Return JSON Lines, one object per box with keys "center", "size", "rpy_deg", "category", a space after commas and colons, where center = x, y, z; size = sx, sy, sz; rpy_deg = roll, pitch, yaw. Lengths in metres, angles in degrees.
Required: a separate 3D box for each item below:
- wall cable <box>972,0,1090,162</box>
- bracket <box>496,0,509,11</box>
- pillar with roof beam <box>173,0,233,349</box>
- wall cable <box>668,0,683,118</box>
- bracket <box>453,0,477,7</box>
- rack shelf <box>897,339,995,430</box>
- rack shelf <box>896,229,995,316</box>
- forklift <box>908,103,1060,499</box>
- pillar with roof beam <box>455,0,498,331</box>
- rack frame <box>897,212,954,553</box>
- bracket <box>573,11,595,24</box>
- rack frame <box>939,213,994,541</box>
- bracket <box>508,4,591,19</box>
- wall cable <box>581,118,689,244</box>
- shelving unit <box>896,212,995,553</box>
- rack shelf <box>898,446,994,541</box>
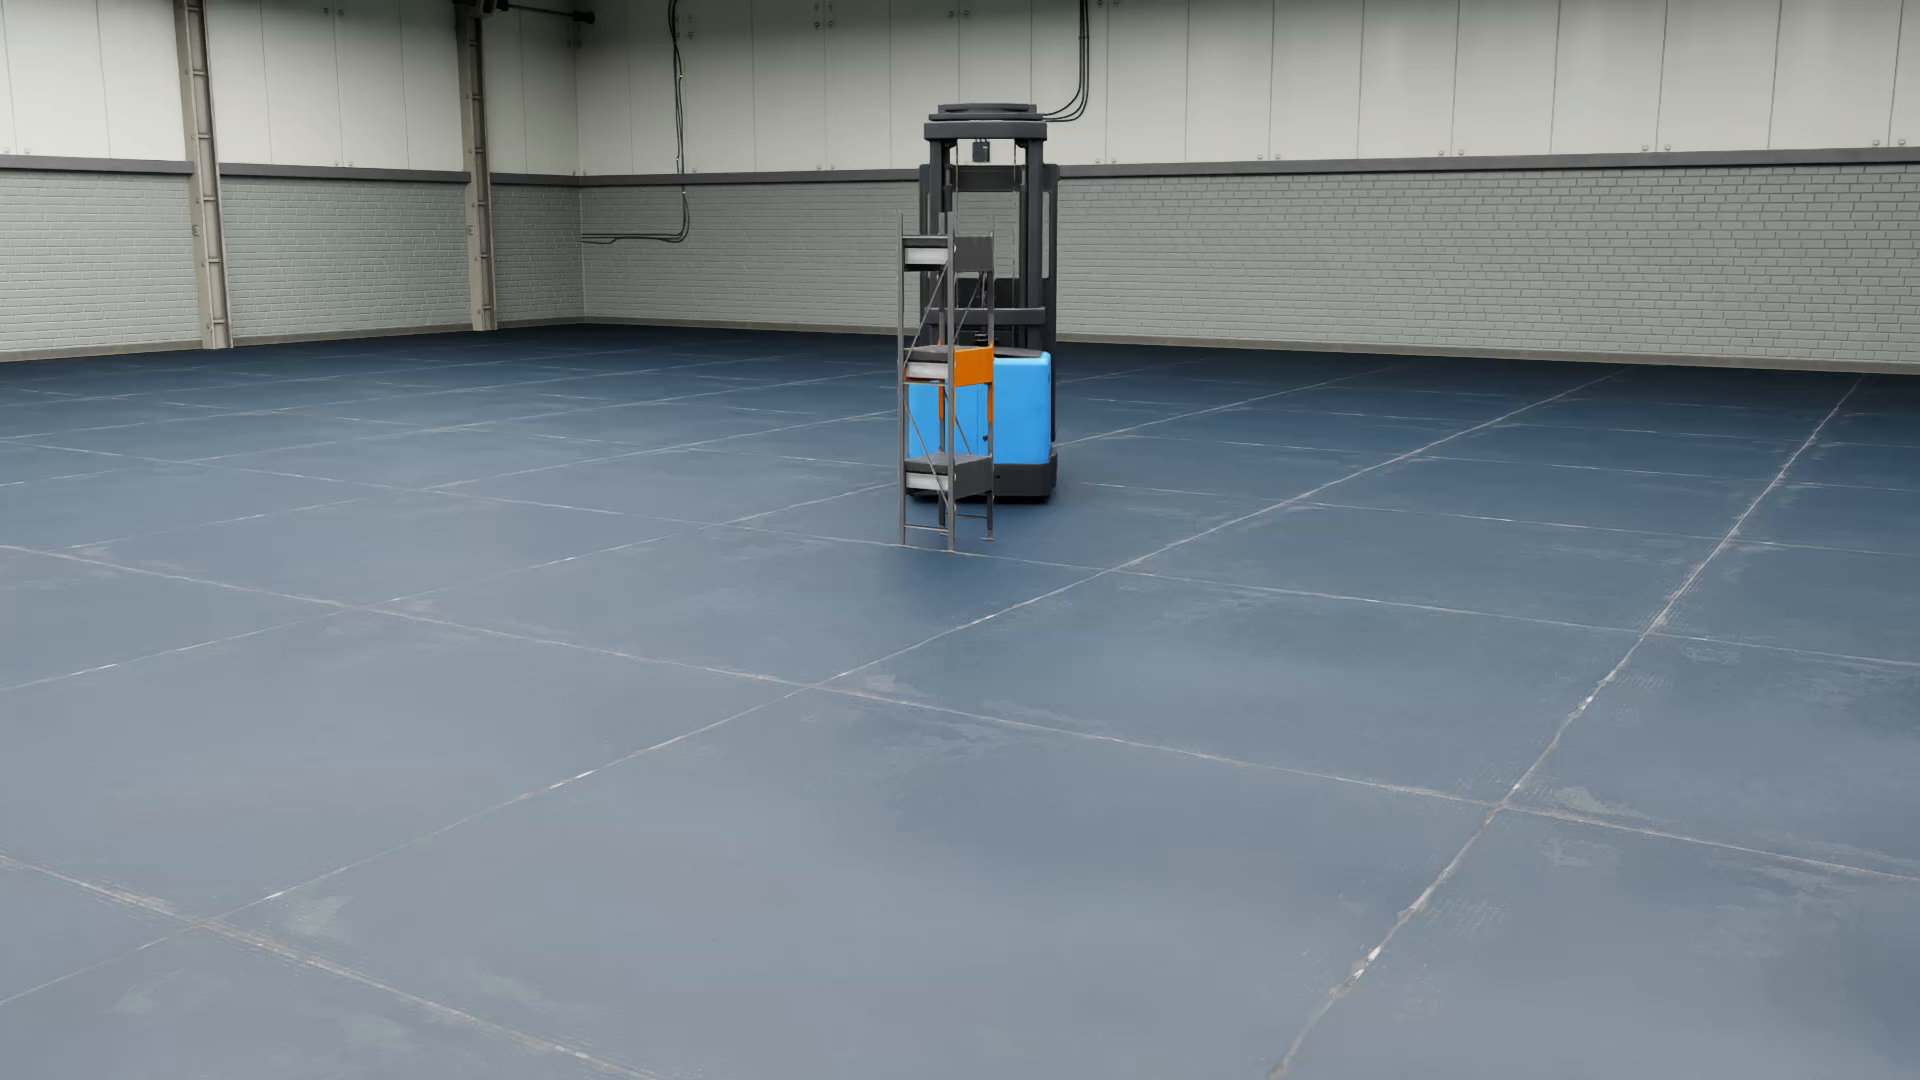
{"center": [1.228, -9.737, 29.184], "size": [2.305, 6.003, 0.169], "rpy_deg": [6, 12, 31], "category": "wall cable"}
{"center": [-9.018, -10.439, 32.391], "size": [0.235, 0.232, 0.430], "rpy_deg": [6, 12, 31], "category": "bracket"}
{"center": [-8.973, -7.283, 25.317], "size": [9.100, 9.000, 0.400], "rpy_deg": [6, 12, 31], "category": "pillar with roof beam"}
{"center": [-4.565, -9.673, 32.795], "size": [3.097, 2.526, 0.112], "rpy_deg": [6, 12, 31], "category": "wall cable"}
{"center": [-9.449, -10.308, 31.694], "size": [0.235, 0.232, 0.430], "rpy_deg": [6, 12, 31], "category": "bracket"}
{"center": [-0.086, -0.993, 10.539], "size": [0.431, 0.518, 0.480], "rpy_deg": [6, 12, 31], "category": "rack shelf"}
{"center": [-0.086, -1.681, 10.410], "size": [0.431, 0.518, 0.480], "rpy_deg": [6, 12, 31], "category": "rack shelf"}
{"center": [0.242, -1.972, 13.437], "size": [1.130, 2.935, 3.031], "rpy_deg": [1, 11, 4], "category": "forklift"}
{"center": [-5.858, -8.227, 30.358], "size": [9.100, 9.000, 0.548], "rpy_deg": [6, 12, 31], "category": "pillar with roof beam"}
{"center": [-0.213, -0.968, 10.331], "size": [0.400, 2.100, 0.015], "rpy_deg": [6, 12, 31], "category": "rack frame"}
{"center": [-7.788, -10.811, 34.382], "size": [0.235, 0.232, 0.430], "rpy_deg": [6, 12, 31], "category": "bracket"}
{"center": [0.041, -1.044, 10.741], "size": [0.400, 2.100, 0.015], "rpy_deg": [6, 12, 31], "category": "rack frame"}
{"center": [-8.095, -10.719, 33.886], "size": [0.076, 0.066, 3.189], "rpy_deg": [6, 12, 31], "category": "bracket"}
{"center": [-6.878, -7.449, 34.640], "size": [3.097, 2.526, 0.112], "rpy_deg": [6, 12, 31], "category": "wall cable"}
{"center": [-0.086, -1.006, 10.536], "size": [0.431, 2.100, 0.503], "rpy_deg": [6, 12, 31], "category": "shelving unit"}
{"center": [-0.086, -0.305, 10.668], "size": [0.431, 0.518, 0.480], "rpy_deg": [6, 12, 31], "category": "rack shelf"}
